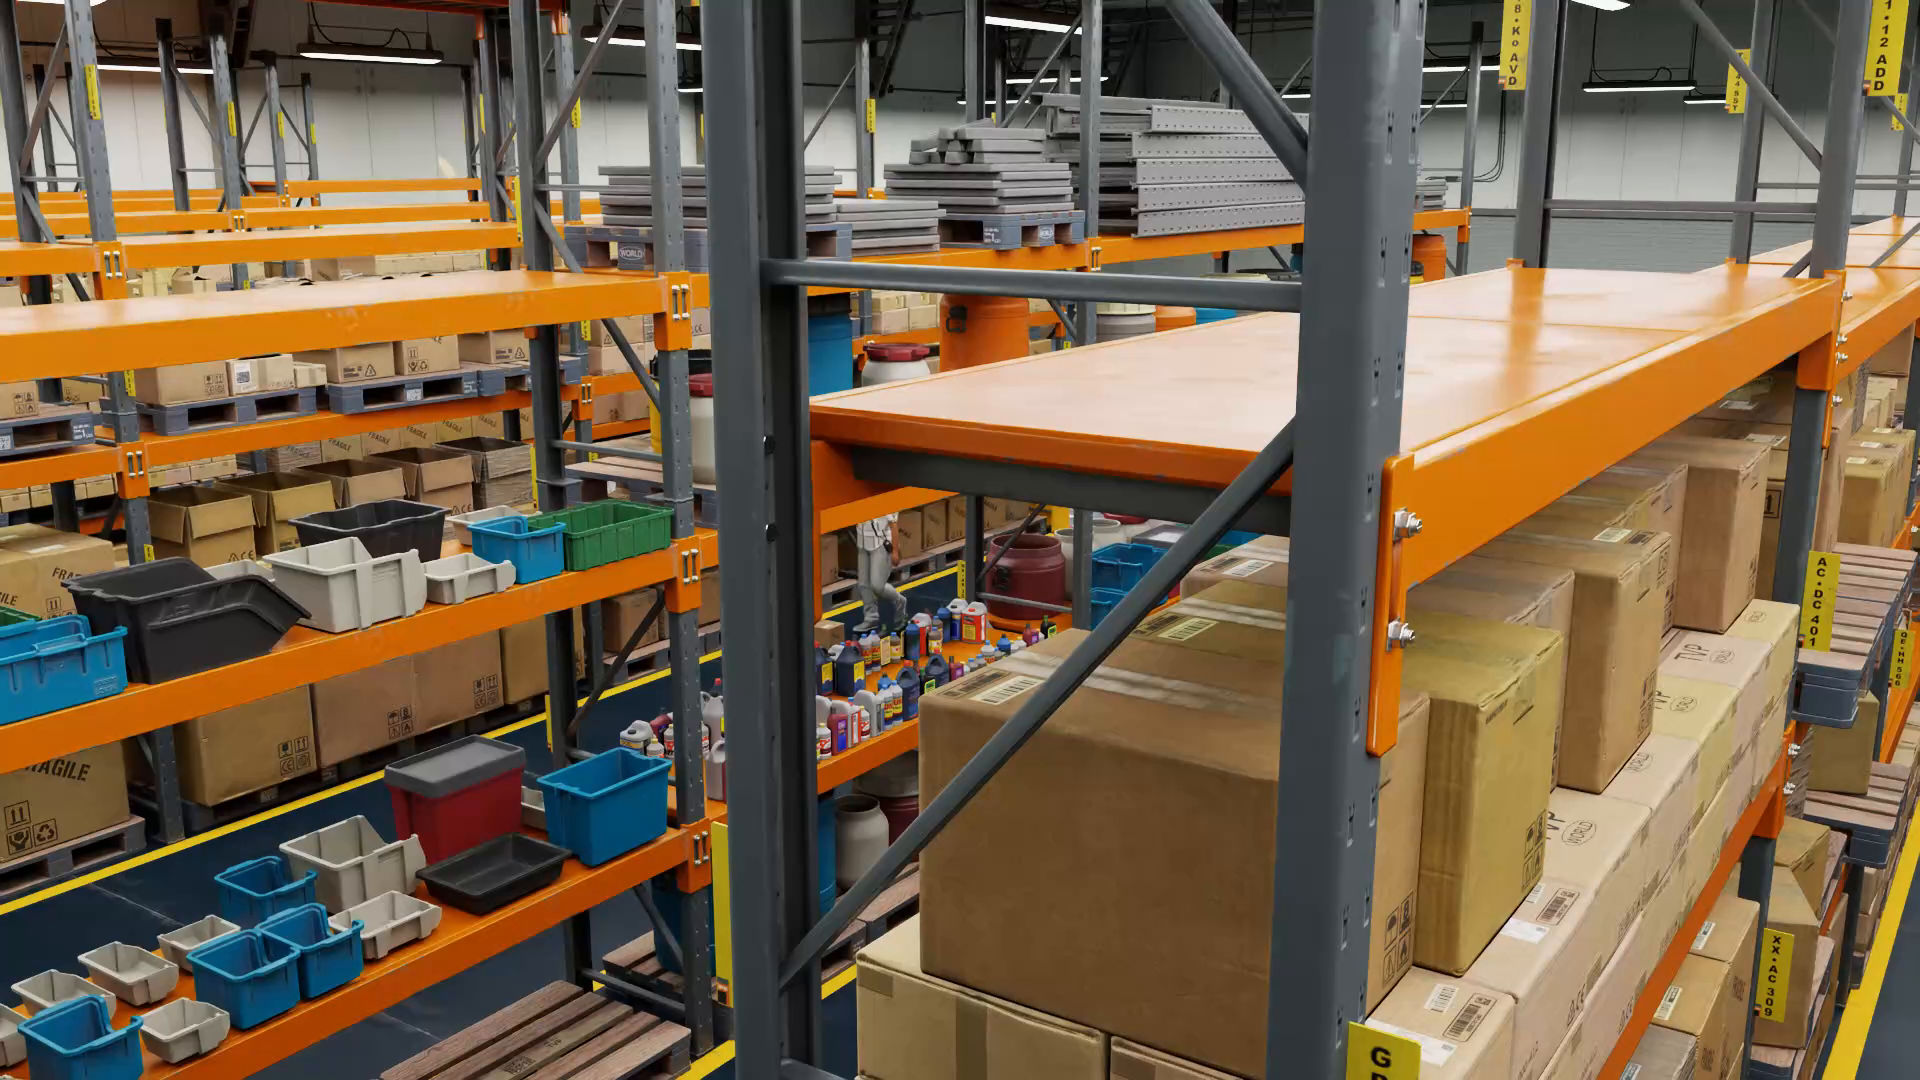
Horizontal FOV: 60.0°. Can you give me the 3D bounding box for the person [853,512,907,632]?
[{"bbox_3d":[-0.810,0.095,16.491,0.534,1.648,0.506,-11,17,-39],"label":"person"}]
